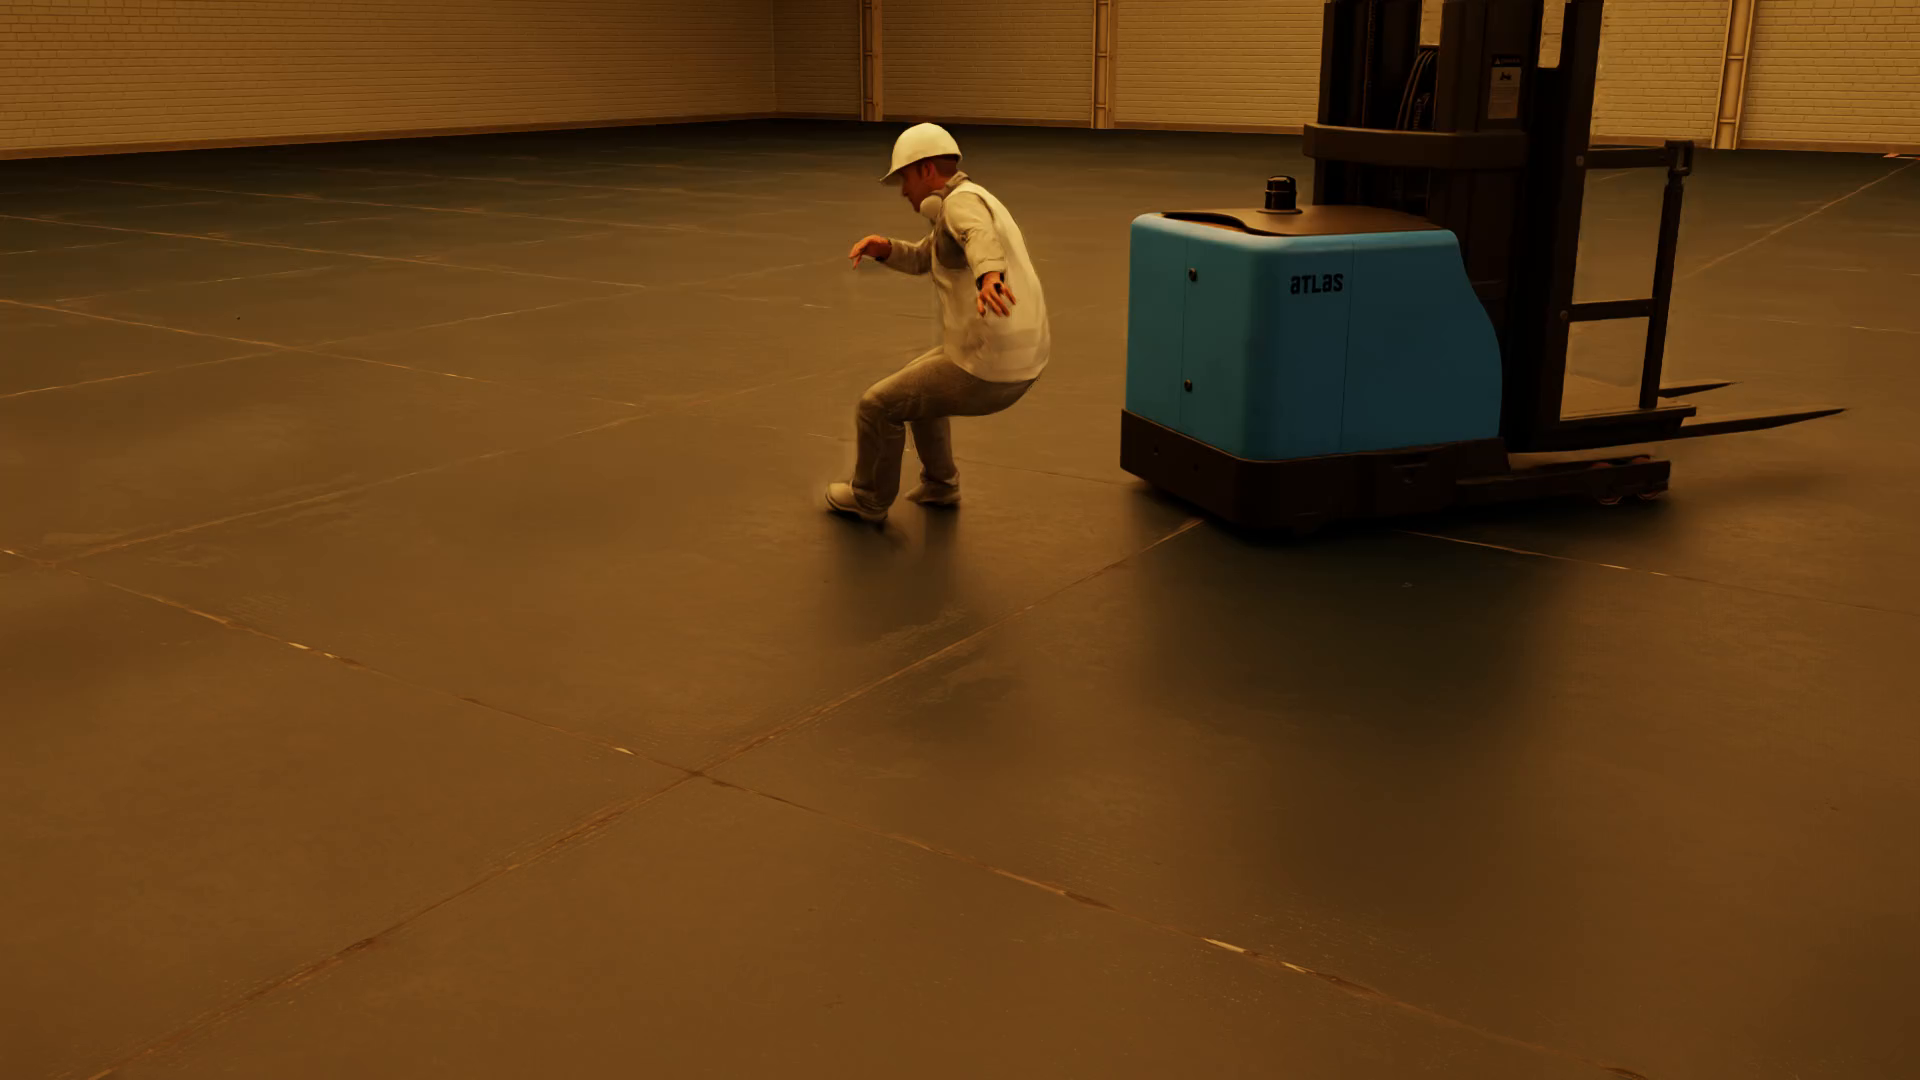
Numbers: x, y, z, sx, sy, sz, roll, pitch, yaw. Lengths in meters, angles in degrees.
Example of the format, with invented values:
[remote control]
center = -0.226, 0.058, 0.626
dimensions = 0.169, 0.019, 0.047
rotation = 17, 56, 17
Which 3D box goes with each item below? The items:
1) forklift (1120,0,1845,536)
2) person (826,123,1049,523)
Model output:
[forklift]
center = 2.211, -1.669, 6.415
dimensions = 3.031, 2.935, 1.130
rotation = -7, 18, -21
[person]
center = -0.135, -0.675, 5.763
dimensions = 0.935, 1.478, 1.178
rotation = 4, 17, 15
